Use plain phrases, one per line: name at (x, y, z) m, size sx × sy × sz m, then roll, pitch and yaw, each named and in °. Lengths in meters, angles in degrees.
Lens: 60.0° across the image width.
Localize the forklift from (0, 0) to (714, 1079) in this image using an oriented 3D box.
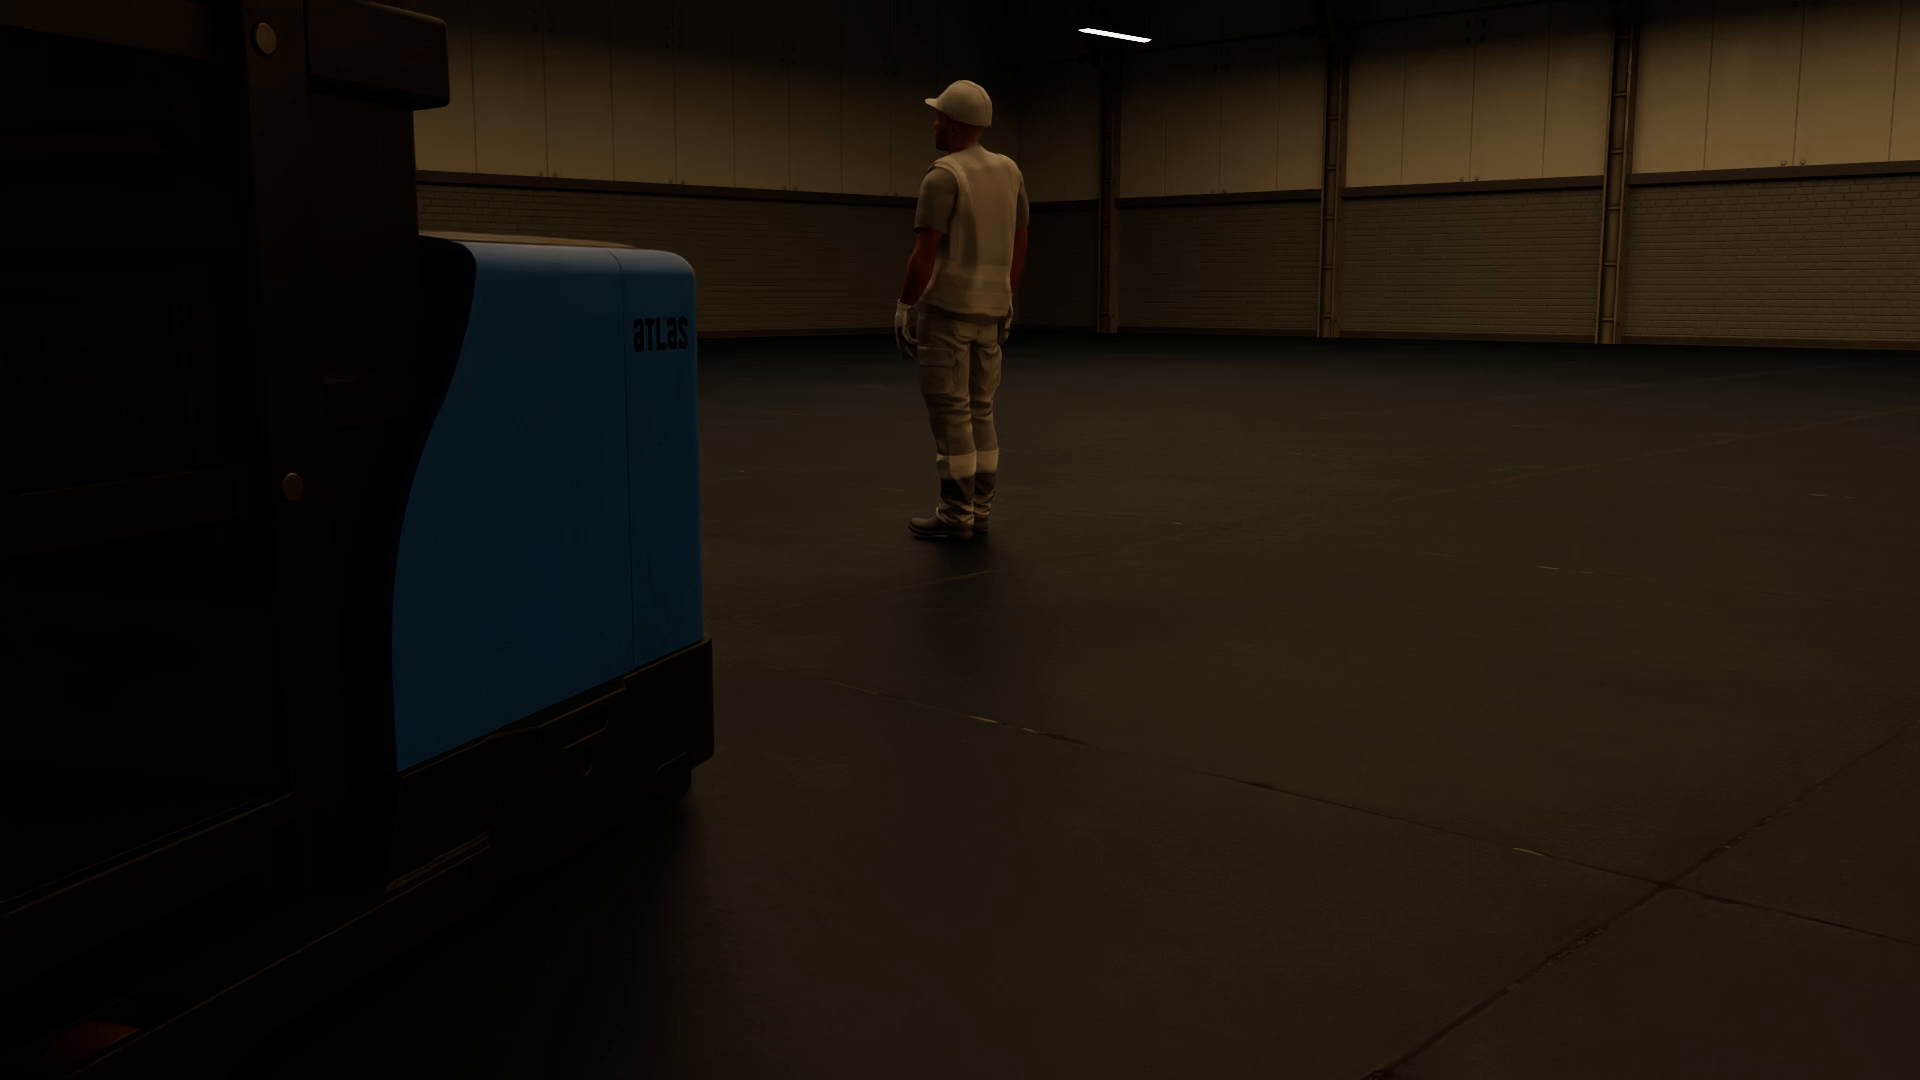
forklift at (-1.436, -0.765, 1.951) m, size 1.130 × 2.935 × 3.031 m, roll 3°, pitch 9°, yaw 18°

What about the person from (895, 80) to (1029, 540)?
person at (-0.051, -0.901, 6.646) m, size 0.562 × 1.789 × 0.638 m, roll 8°, pitch 12°, yaw 43°
